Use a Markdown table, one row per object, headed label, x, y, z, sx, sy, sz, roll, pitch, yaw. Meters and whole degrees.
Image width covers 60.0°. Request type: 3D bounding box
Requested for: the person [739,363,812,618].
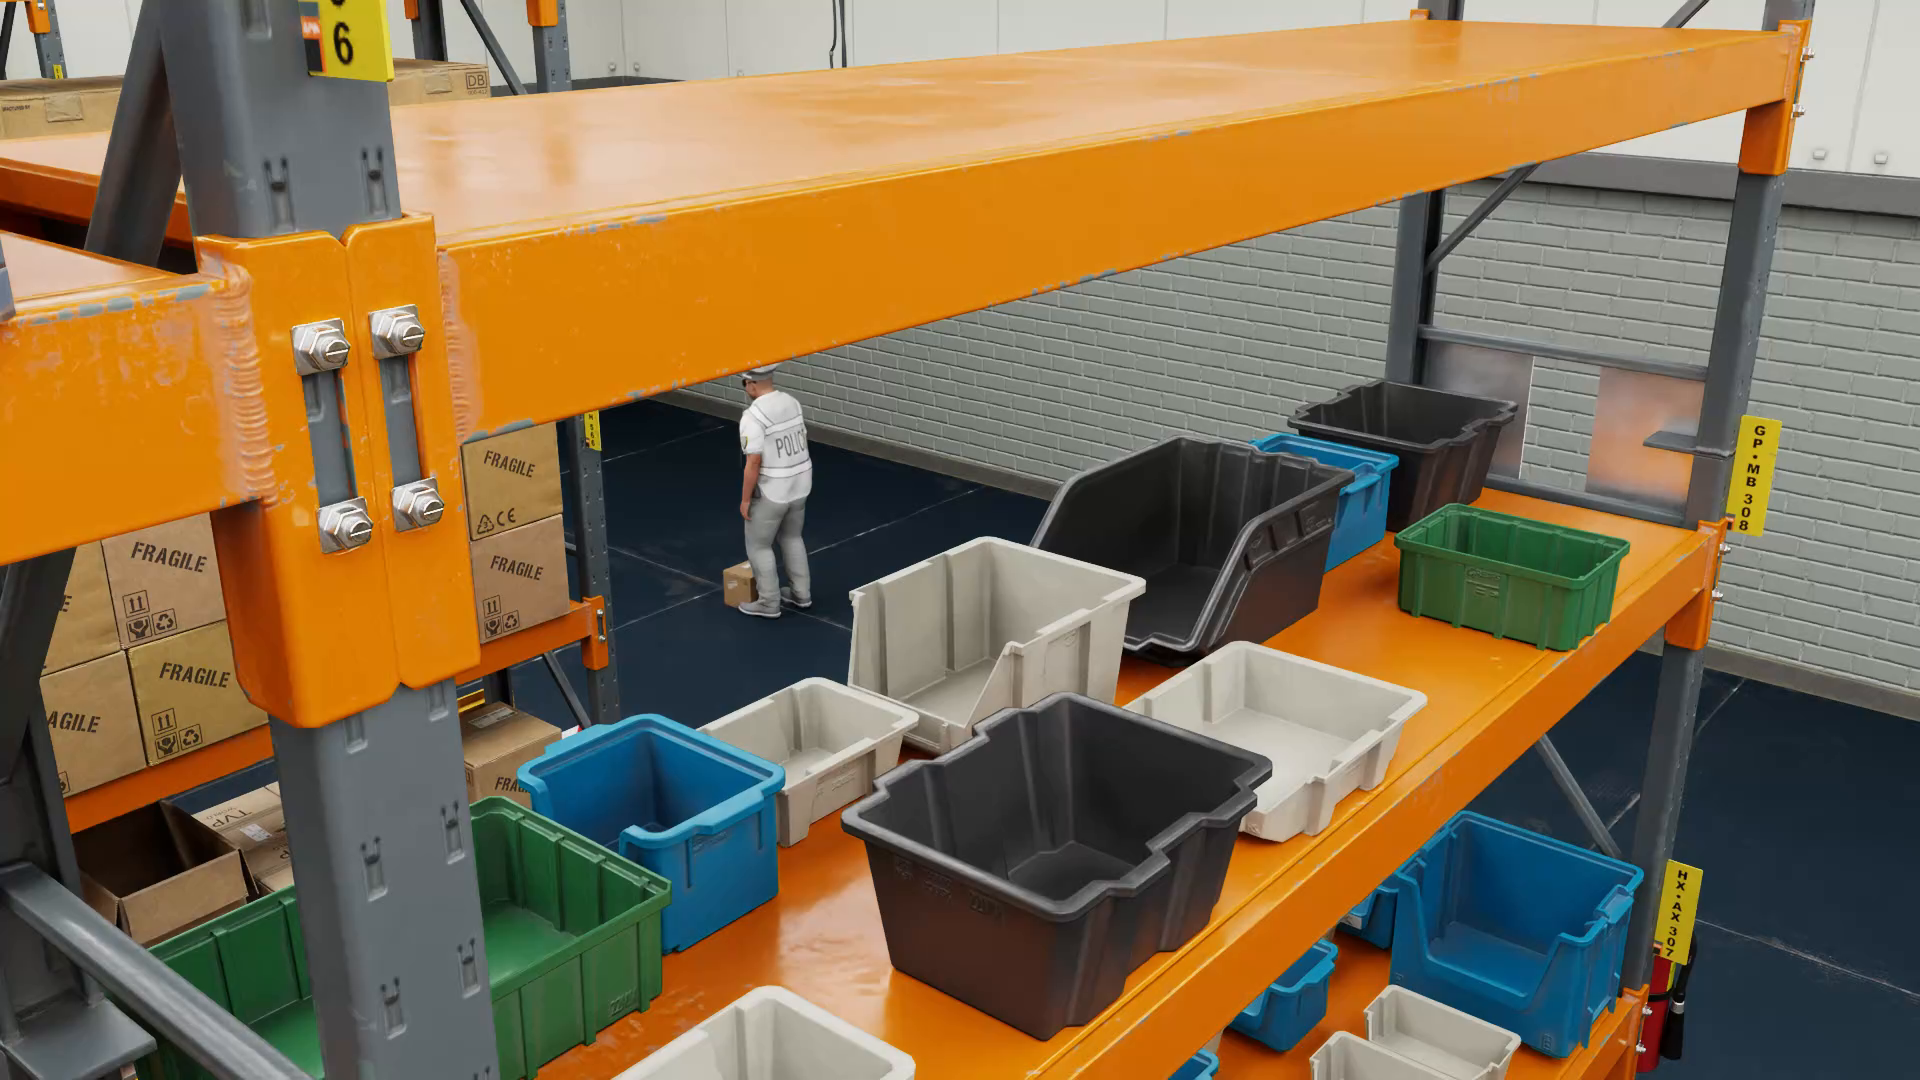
| label | x | y | z | sx | sy | sz | roll | pitch | yaw |
| --- | --- | --- | --- | --- | --- | --- | --- | --- | --- |
| person | -1.234 | -0.335 | 10.982 | 0.480 | 1.746 | 0.595 | 14 | 24 | 34 |
